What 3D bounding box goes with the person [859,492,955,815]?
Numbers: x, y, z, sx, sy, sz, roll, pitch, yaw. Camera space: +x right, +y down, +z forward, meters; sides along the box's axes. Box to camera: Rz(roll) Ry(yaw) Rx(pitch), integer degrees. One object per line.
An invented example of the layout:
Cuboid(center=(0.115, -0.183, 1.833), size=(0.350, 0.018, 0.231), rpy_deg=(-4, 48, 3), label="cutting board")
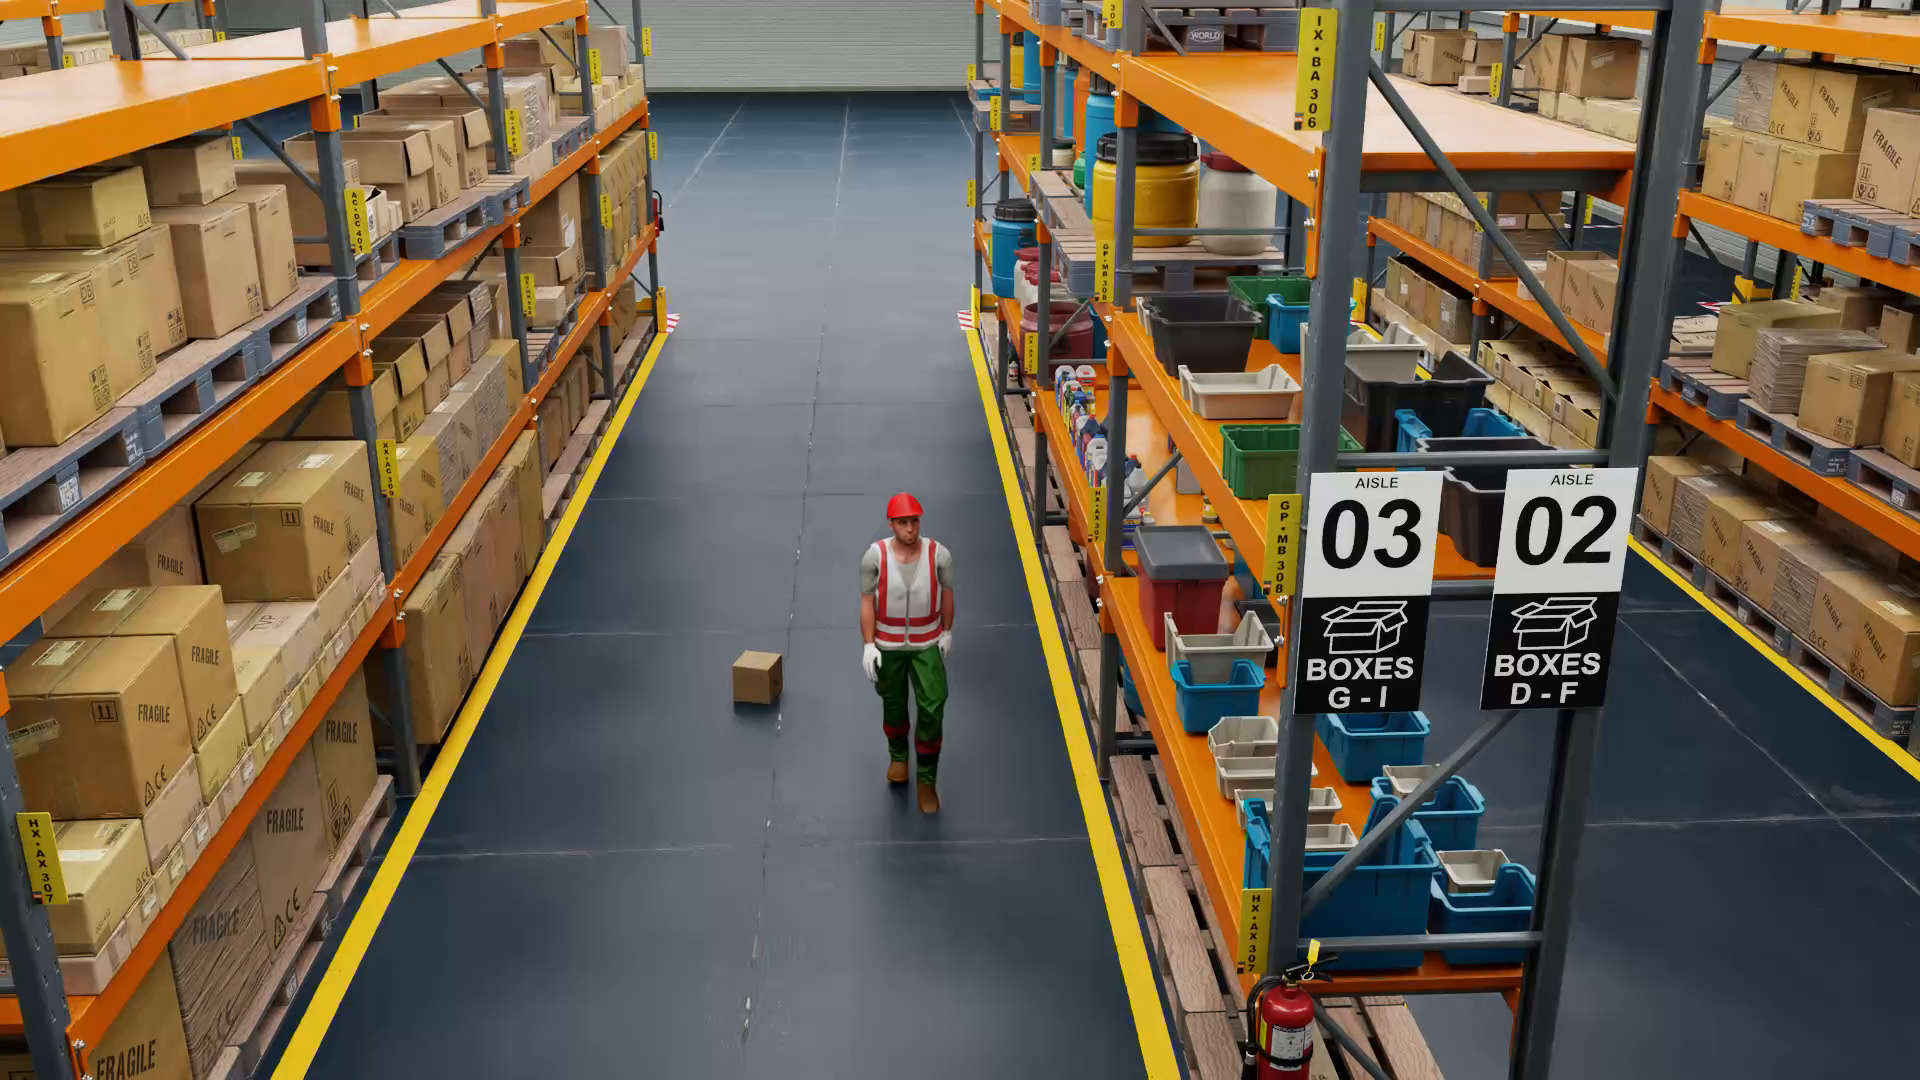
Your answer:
Cuboid(center=(-0.292, 0.628, 9.364), size=(0.538, 1.847, 0.590), rpy_deg=(-1, 20, -3), label="person")
